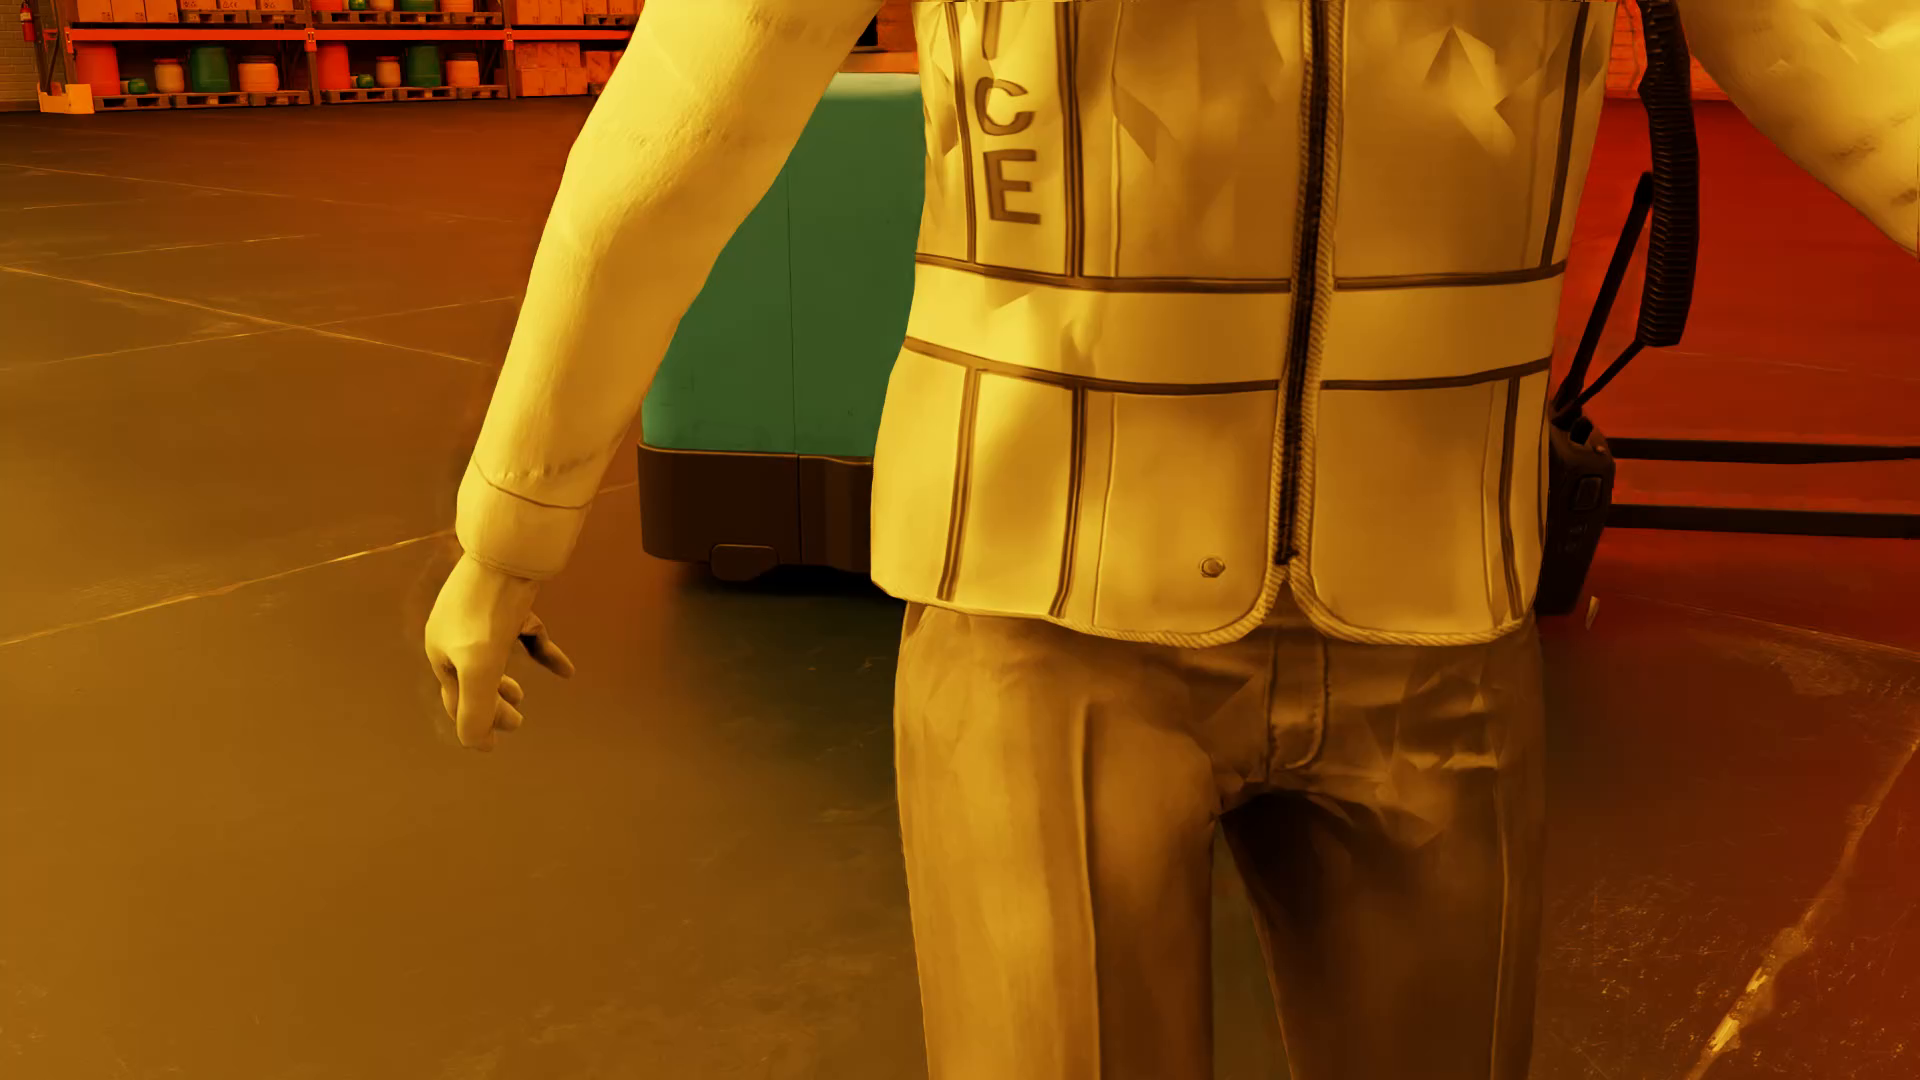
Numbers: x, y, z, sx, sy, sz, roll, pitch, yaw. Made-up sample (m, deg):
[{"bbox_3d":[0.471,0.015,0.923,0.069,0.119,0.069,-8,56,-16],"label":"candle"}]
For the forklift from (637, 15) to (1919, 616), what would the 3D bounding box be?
[{"bbox_3d":[0.866,-1.380,3.444,3.031,2.935,1.130,2,17,8],"label":"forklift"}]
